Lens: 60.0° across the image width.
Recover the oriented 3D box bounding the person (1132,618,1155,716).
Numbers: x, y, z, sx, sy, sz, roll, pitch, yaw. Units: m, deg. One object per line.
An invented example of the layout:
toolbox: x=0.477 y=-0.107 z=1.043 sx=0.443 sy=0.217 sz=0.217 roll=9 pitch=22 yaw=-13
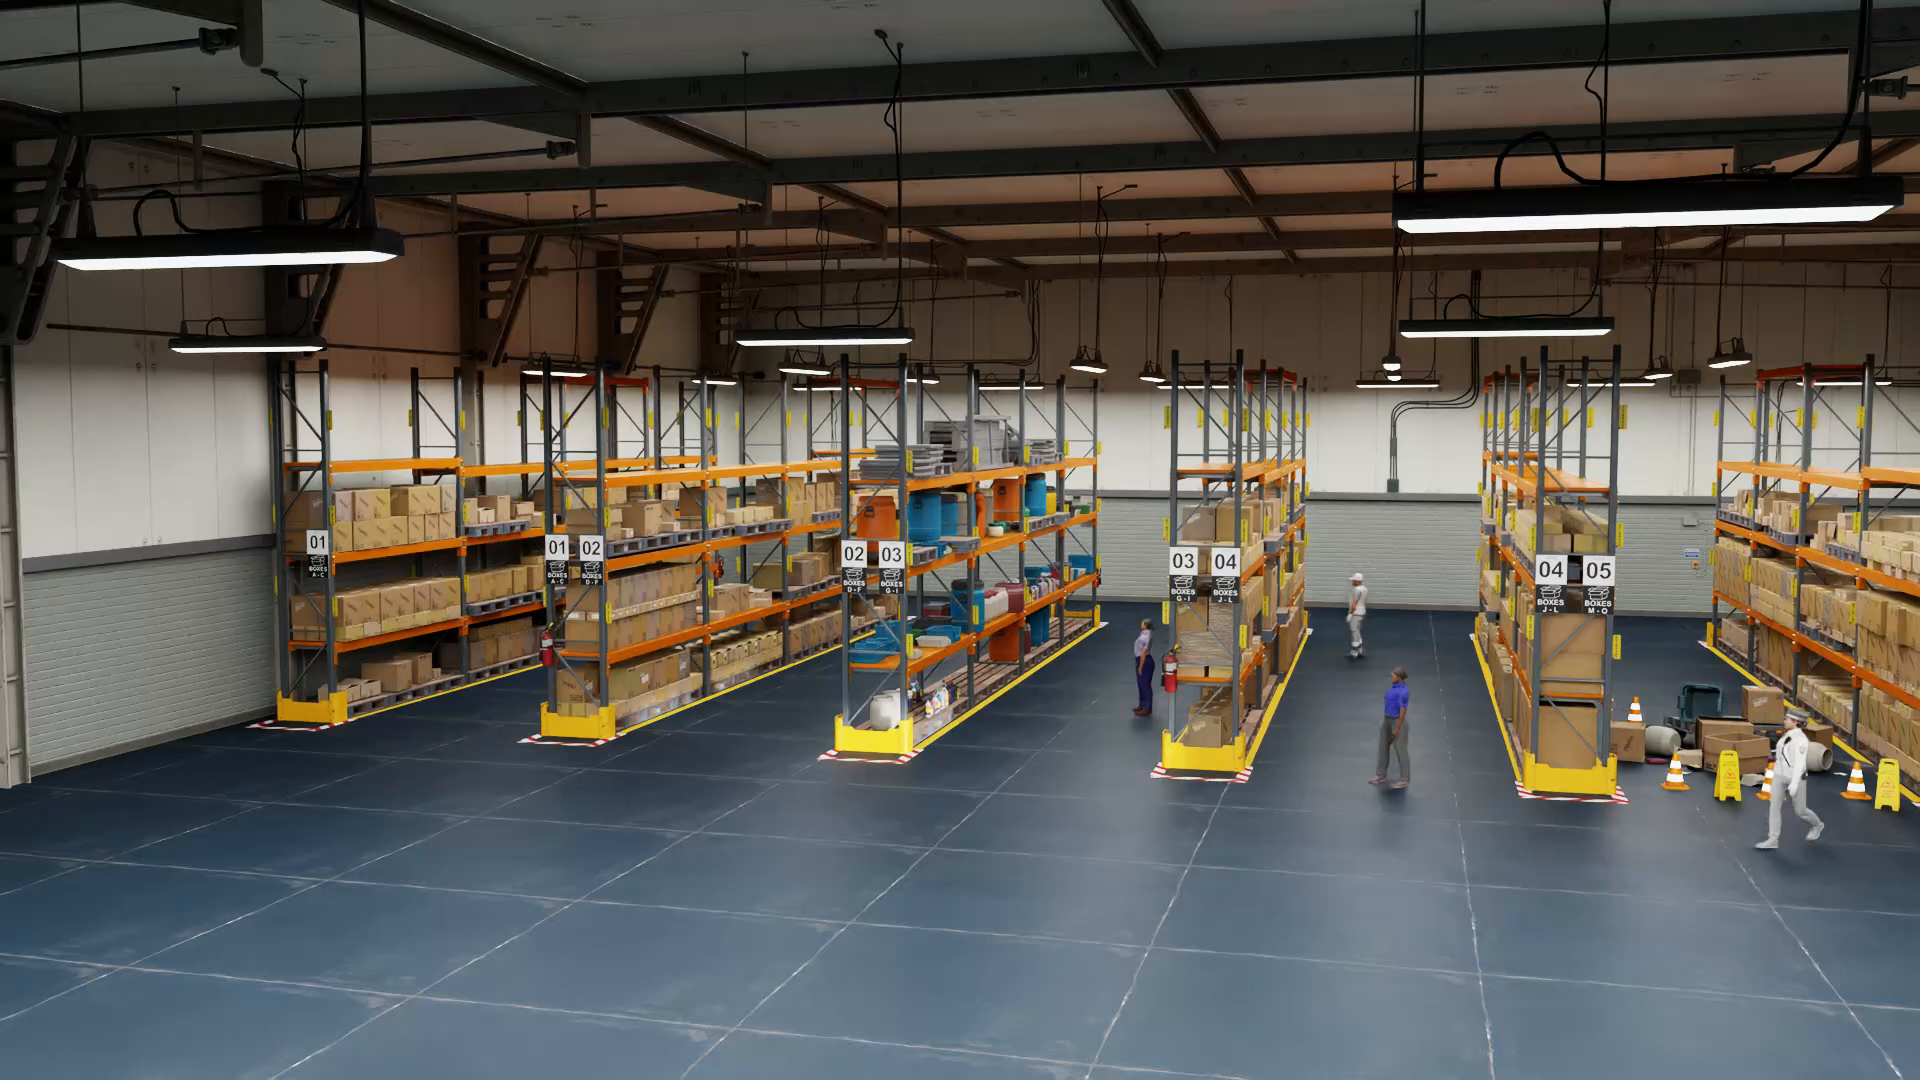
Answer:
person: x=3.140 y=2.140 z=28.346 sx=0.363 sy=1.649 sz=0.514 roll=0 pitch=4 yaw=0

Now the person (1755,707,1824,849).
person: x=9.729 y=2.773 z=19.422 sx=0.843 sy=1.657 sz=0.441 roll=-2 pitch=5 yaw=-31

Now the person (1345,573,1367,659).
person: x=8.340 y=1.610 z=35.082 sx=0.404 sy=1.836 sz=0.621 roll=2 pitch=5 yaw=28

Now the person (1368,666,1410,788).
person: x=5.871 y=2.537 z=22.715 sx=0.449 sy=1.656 sz=0.536 roll=-2 pitch=4 yaw=-22
